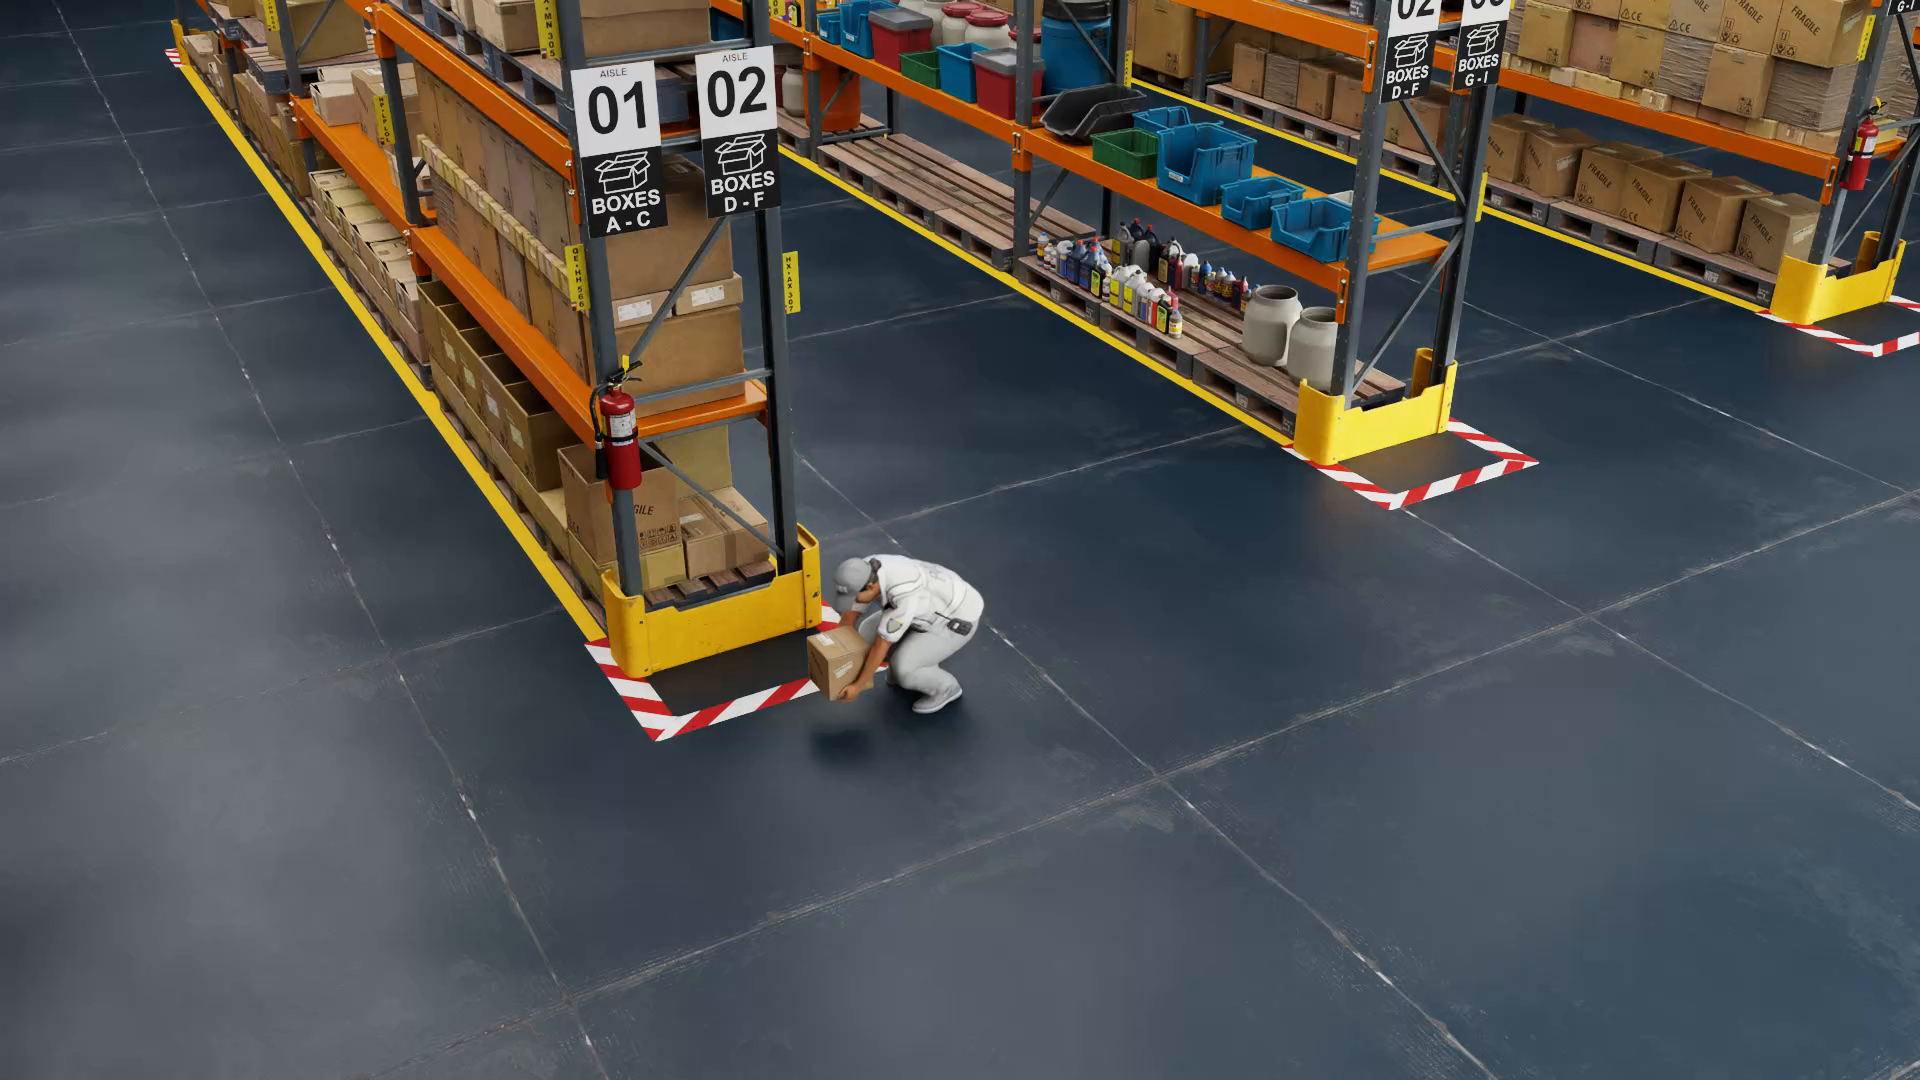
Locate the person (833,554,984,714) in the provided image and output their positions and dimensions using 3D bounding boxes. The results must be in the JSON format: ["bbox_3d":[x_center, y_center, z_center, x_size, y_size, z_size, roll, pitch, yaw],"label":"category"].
[{"bbox_3d":[-0.302,0.423,8.546,0.876,0.948,0.512,-17,33,-27],"label":"person"}]
